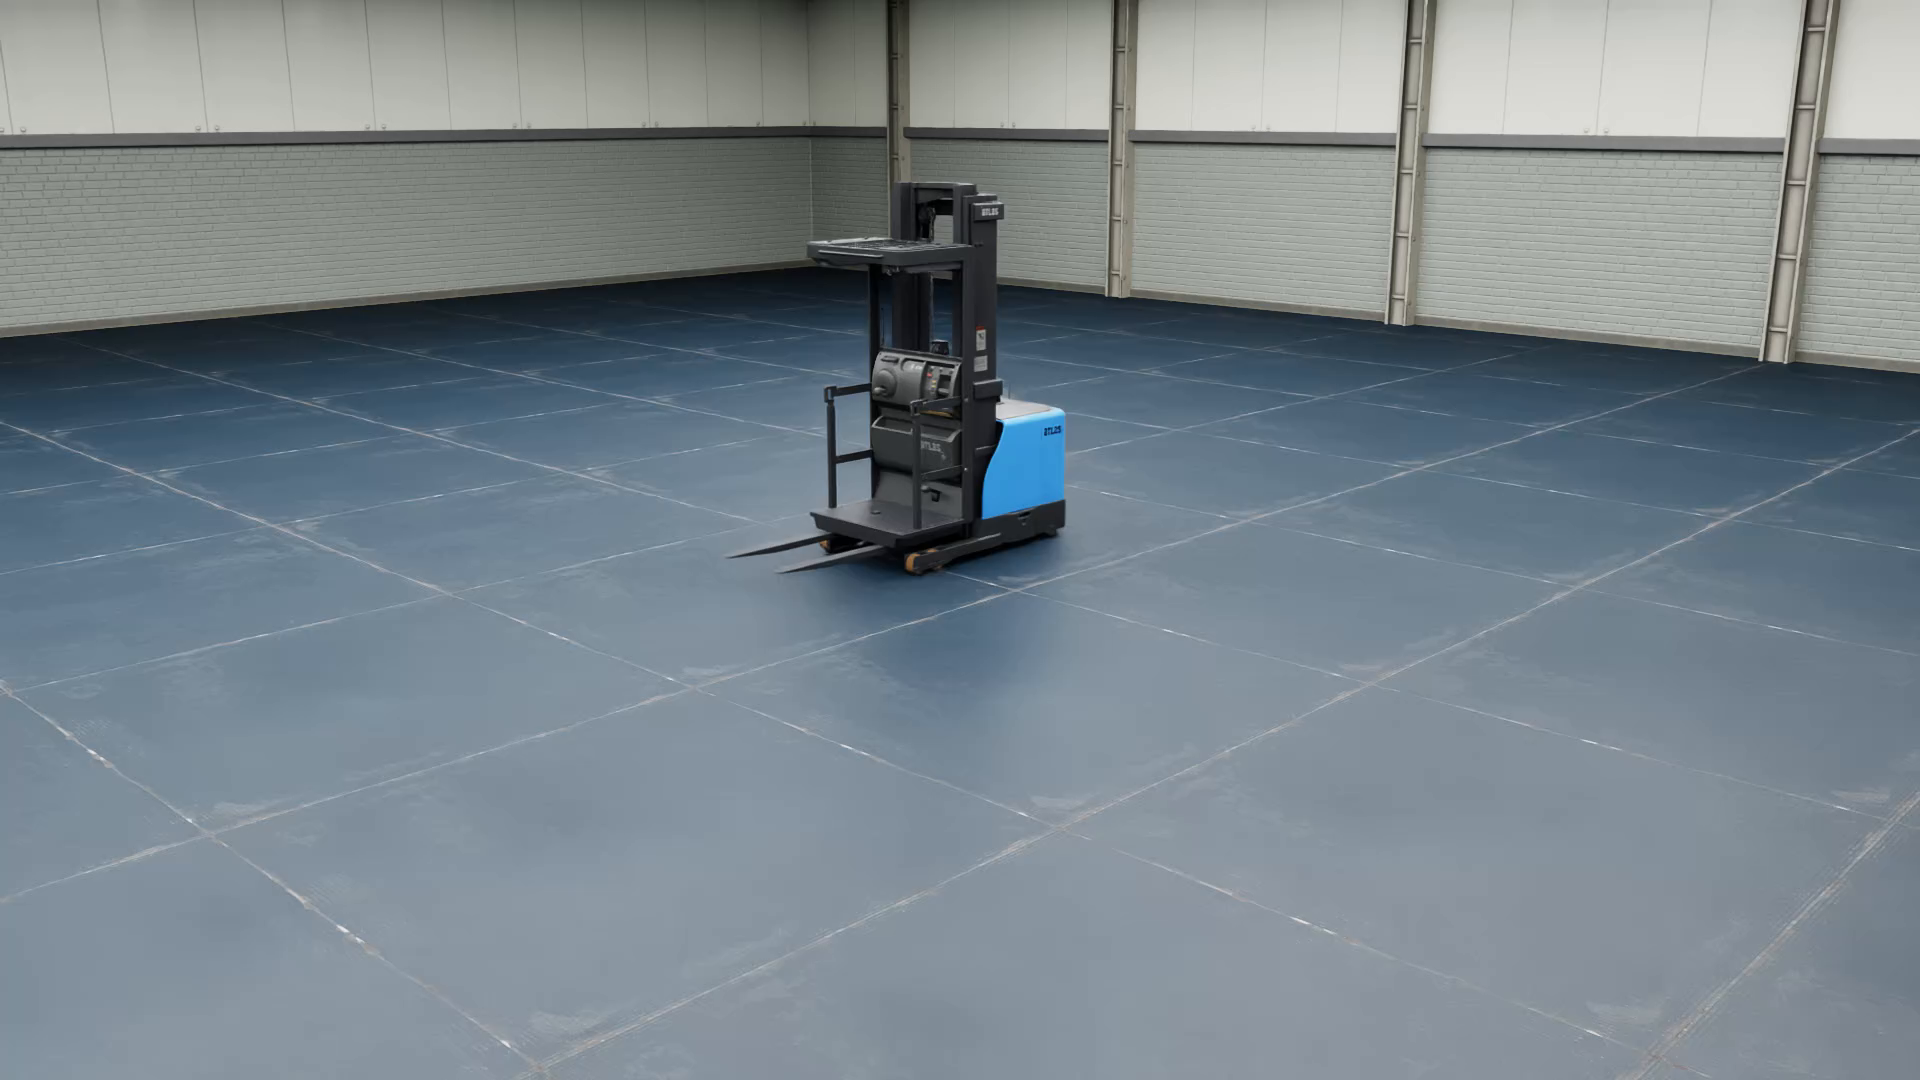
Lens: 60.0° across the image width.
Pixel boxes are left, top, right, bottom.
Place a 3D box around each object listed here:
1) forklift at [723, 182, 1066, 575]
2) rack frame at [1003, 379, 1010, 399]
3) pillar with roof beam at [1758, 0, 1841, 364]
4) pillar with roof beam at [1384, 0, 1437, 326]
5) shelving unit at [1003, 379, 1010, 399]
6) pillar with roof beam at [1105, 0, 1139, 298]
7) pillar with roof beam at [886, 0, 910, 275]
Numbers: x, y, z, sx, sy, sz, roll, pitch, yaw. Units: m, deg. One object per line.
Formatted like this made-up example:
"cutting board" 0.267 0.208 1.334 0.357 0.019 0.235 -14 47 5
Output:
"forklift" -0.497 -1.293 13.081 1.130 2.935 3.031 14 20 43
"rack frame" 0.358 -0.850 14.815 0.006 1.200 0.240 -12 19 -38
"pillar with roof beam" 8.673 -6.130 19.610 0.400 9.000 9.100 14 20 42
"pillar with roof beam" 4.354 -7.180 23.640 0.400 9.000 9.100 14 20 42
"shelving unit" 0.288 -0.835 14.758 0.189 1.200 0.258 -12 19 -38
"pillar with roof beam" 0.034 -8.230 27.670 0.400 9.000 9.100 14 20 42
"pillar with roof beam" -4.285 -9.280 31.700 0.400 9.000 9.100 14 20 42
